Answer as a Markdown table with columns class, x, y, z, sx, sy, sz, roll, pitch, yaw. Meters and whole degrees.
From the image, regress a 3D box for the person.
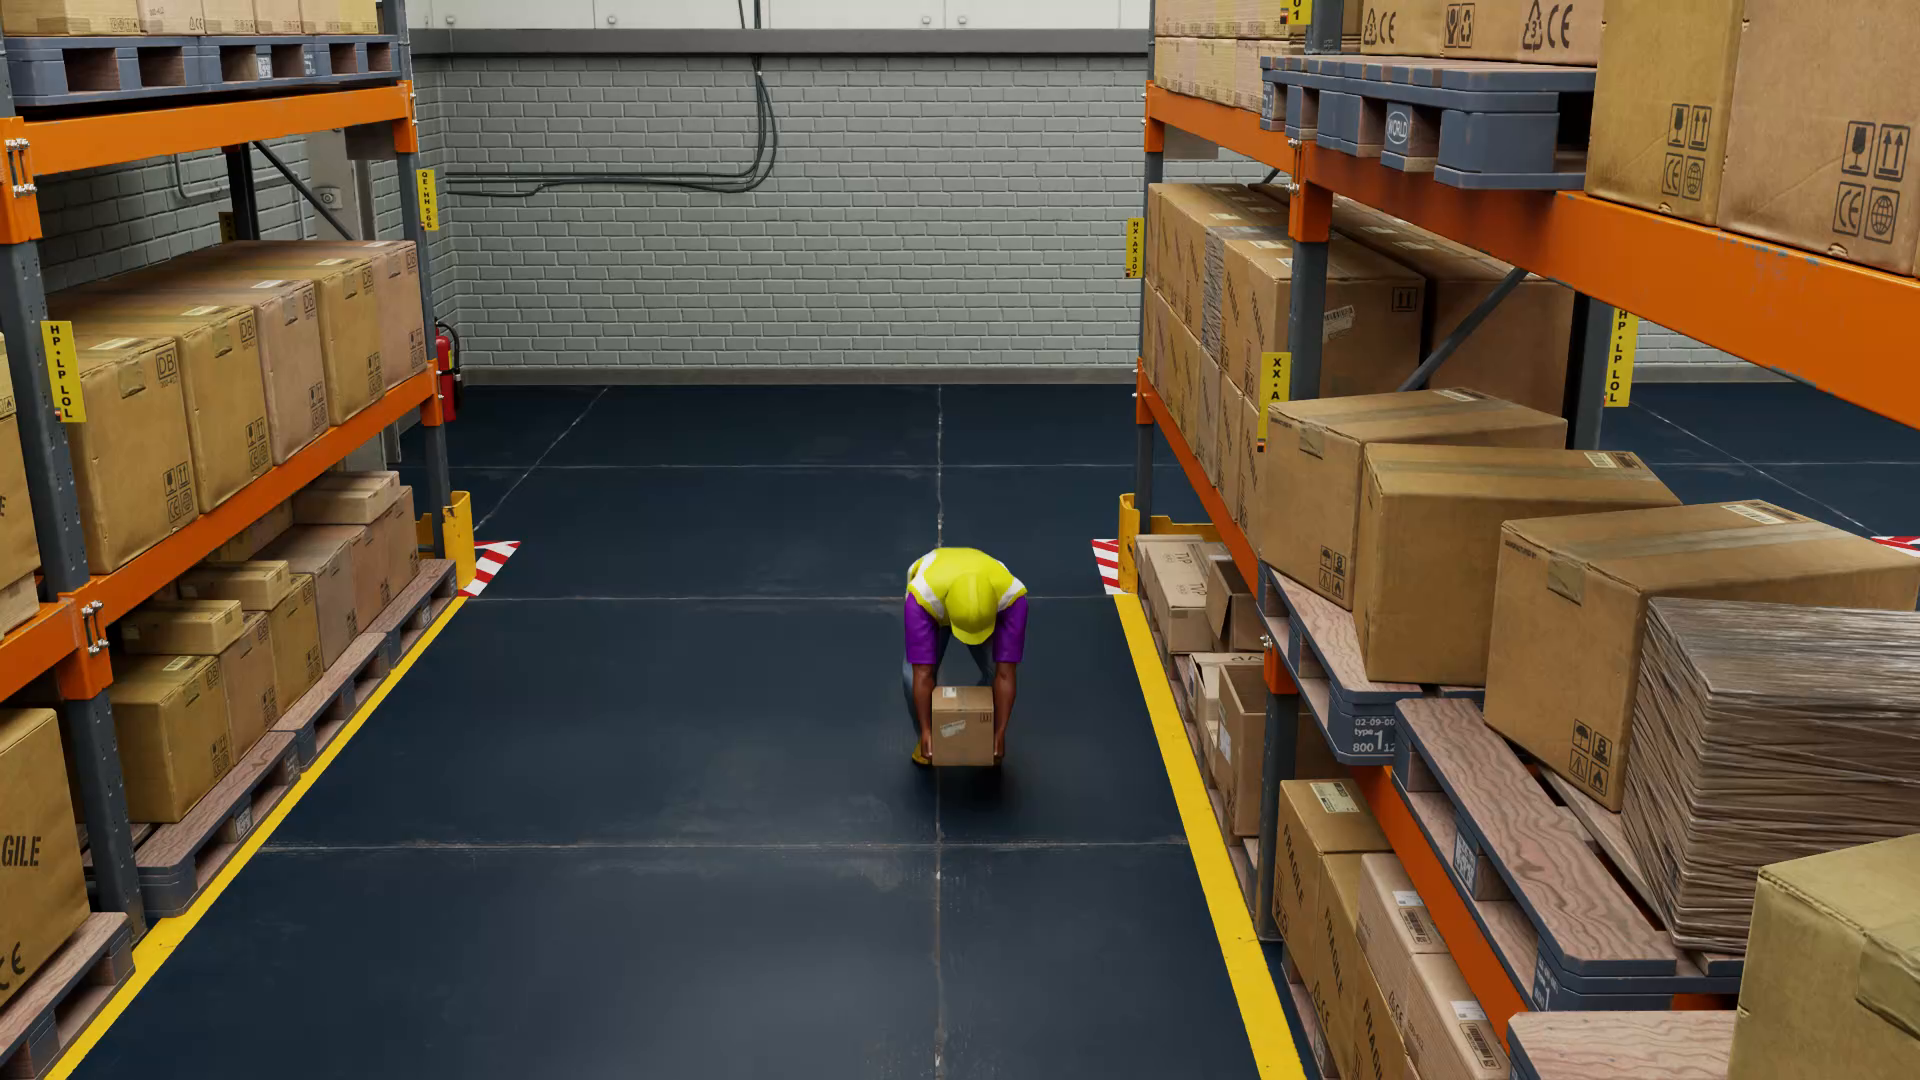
| class | x | y | z | sx | sy | sz | roll | pitch | yaw |
| --- | --- | --- | --- | --- | --- | --- | --- | --- | --- |
| person | 0.015 | 0.514 | 7.092 | 0.526 | 1.025 | 0.961 | -1 | 17 | -3 |
